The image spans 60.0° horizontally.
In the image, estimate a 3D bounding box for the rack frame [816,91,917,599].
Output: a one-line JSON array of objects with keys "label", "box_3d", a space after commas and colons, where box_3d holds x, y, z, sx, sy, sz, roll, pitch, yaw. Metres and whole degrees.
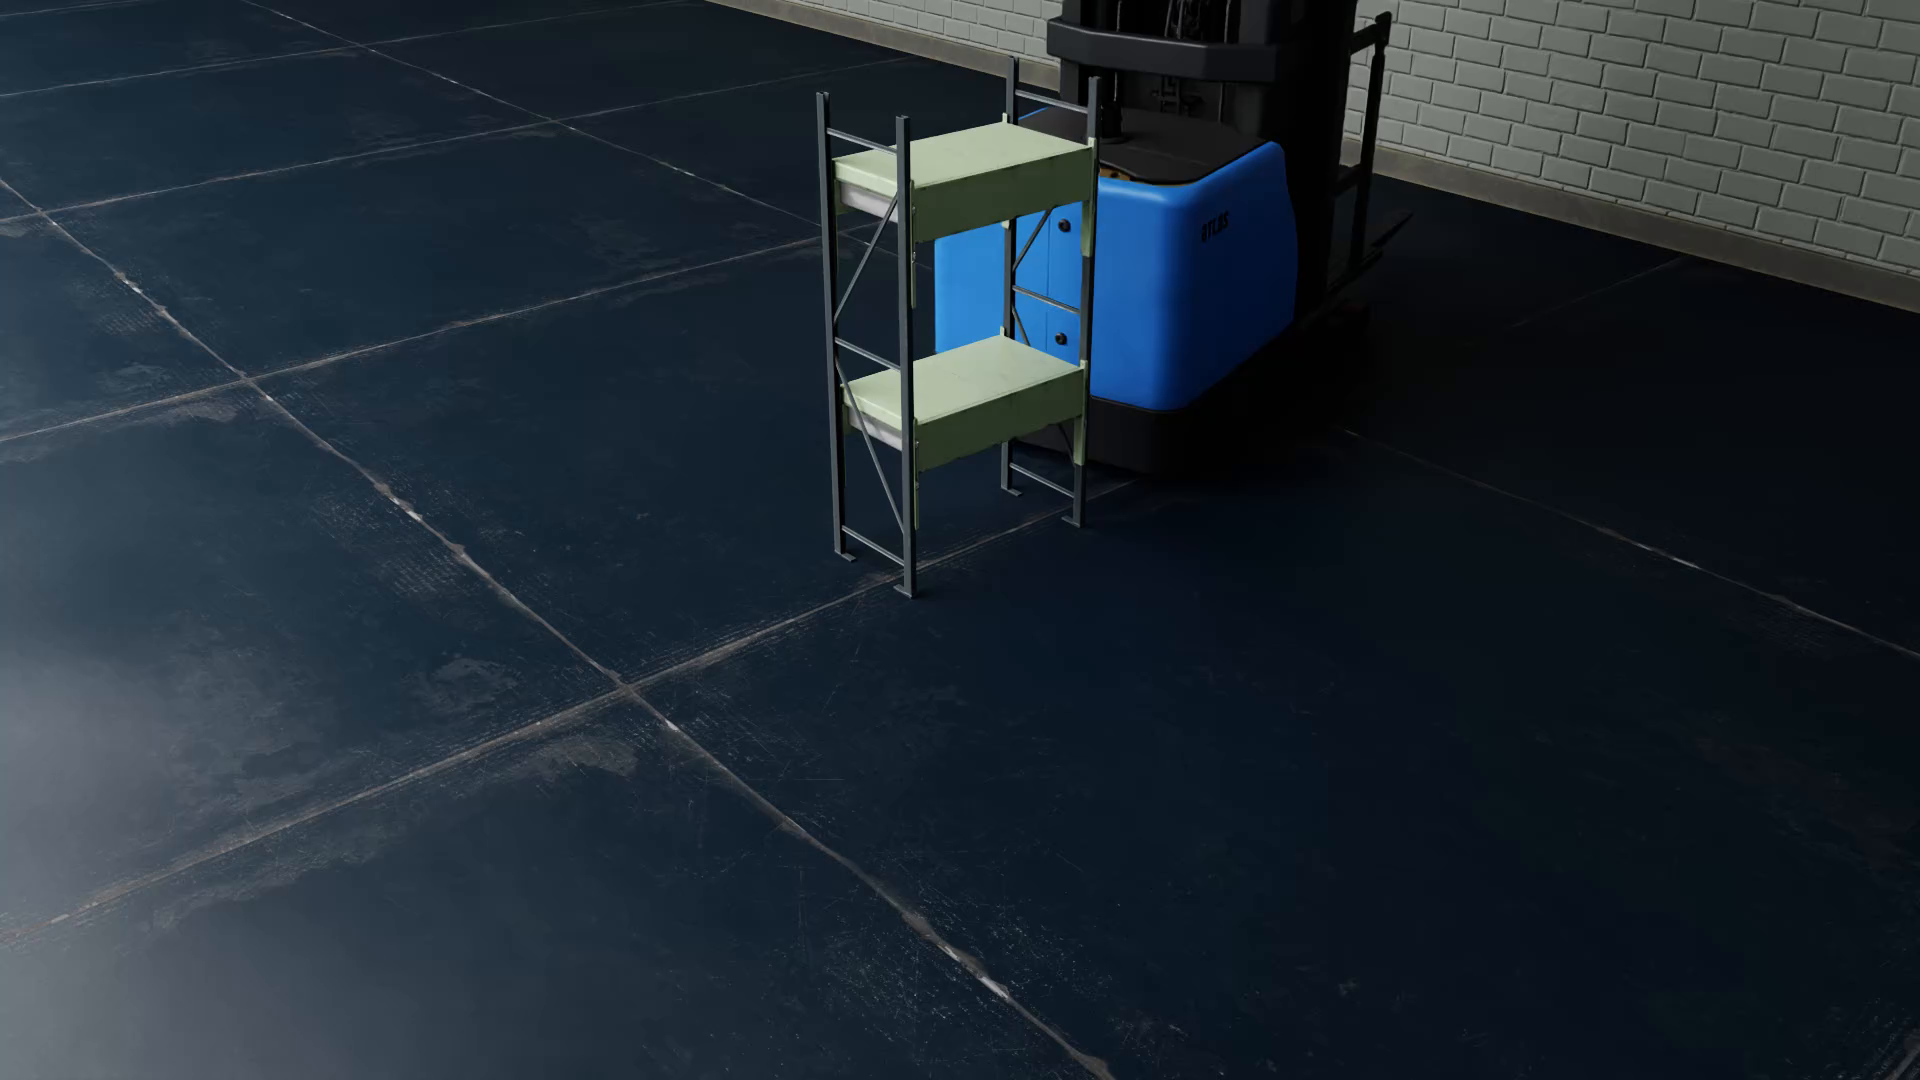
[{"label": "rack frame", "box_3d": [-0.273, -0.552, 4.986, 0.023, 1.500, 0.400, -22, 35, -35]}]

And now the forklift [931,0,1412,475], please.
[{"label": "forklift", "box_3d": [1.102, -2.170, 6.496, 1.130, 2.935, 3.031, 16, 32, 28]}]

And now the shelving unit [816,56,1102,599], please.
[{"label": "shelving unit", "box_3d": [0.005, -0.664, 5.195, 0.755, 1.500, 0.431, -22, 35, -35]}]

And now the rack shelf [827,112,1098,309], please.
[{"label": "rack shelf", "box_3d": [0.005, -1.008, 5.011, 0.720, 0.370, 0.431, -22, 35, -35]}]

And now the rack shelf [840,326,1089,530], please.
[{"label": "rack shelf", "box_3d": [0.005, -0.376, 5.349, 0.720, 0.370, 0.431, -22, 35, -35]}]

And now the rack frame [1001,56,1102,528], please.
[{"label": "rack frame", "box_3d": [0.284, -0.775, 5.405, 0.023, 1.500, 0.400, -22, 35, -35]}]
